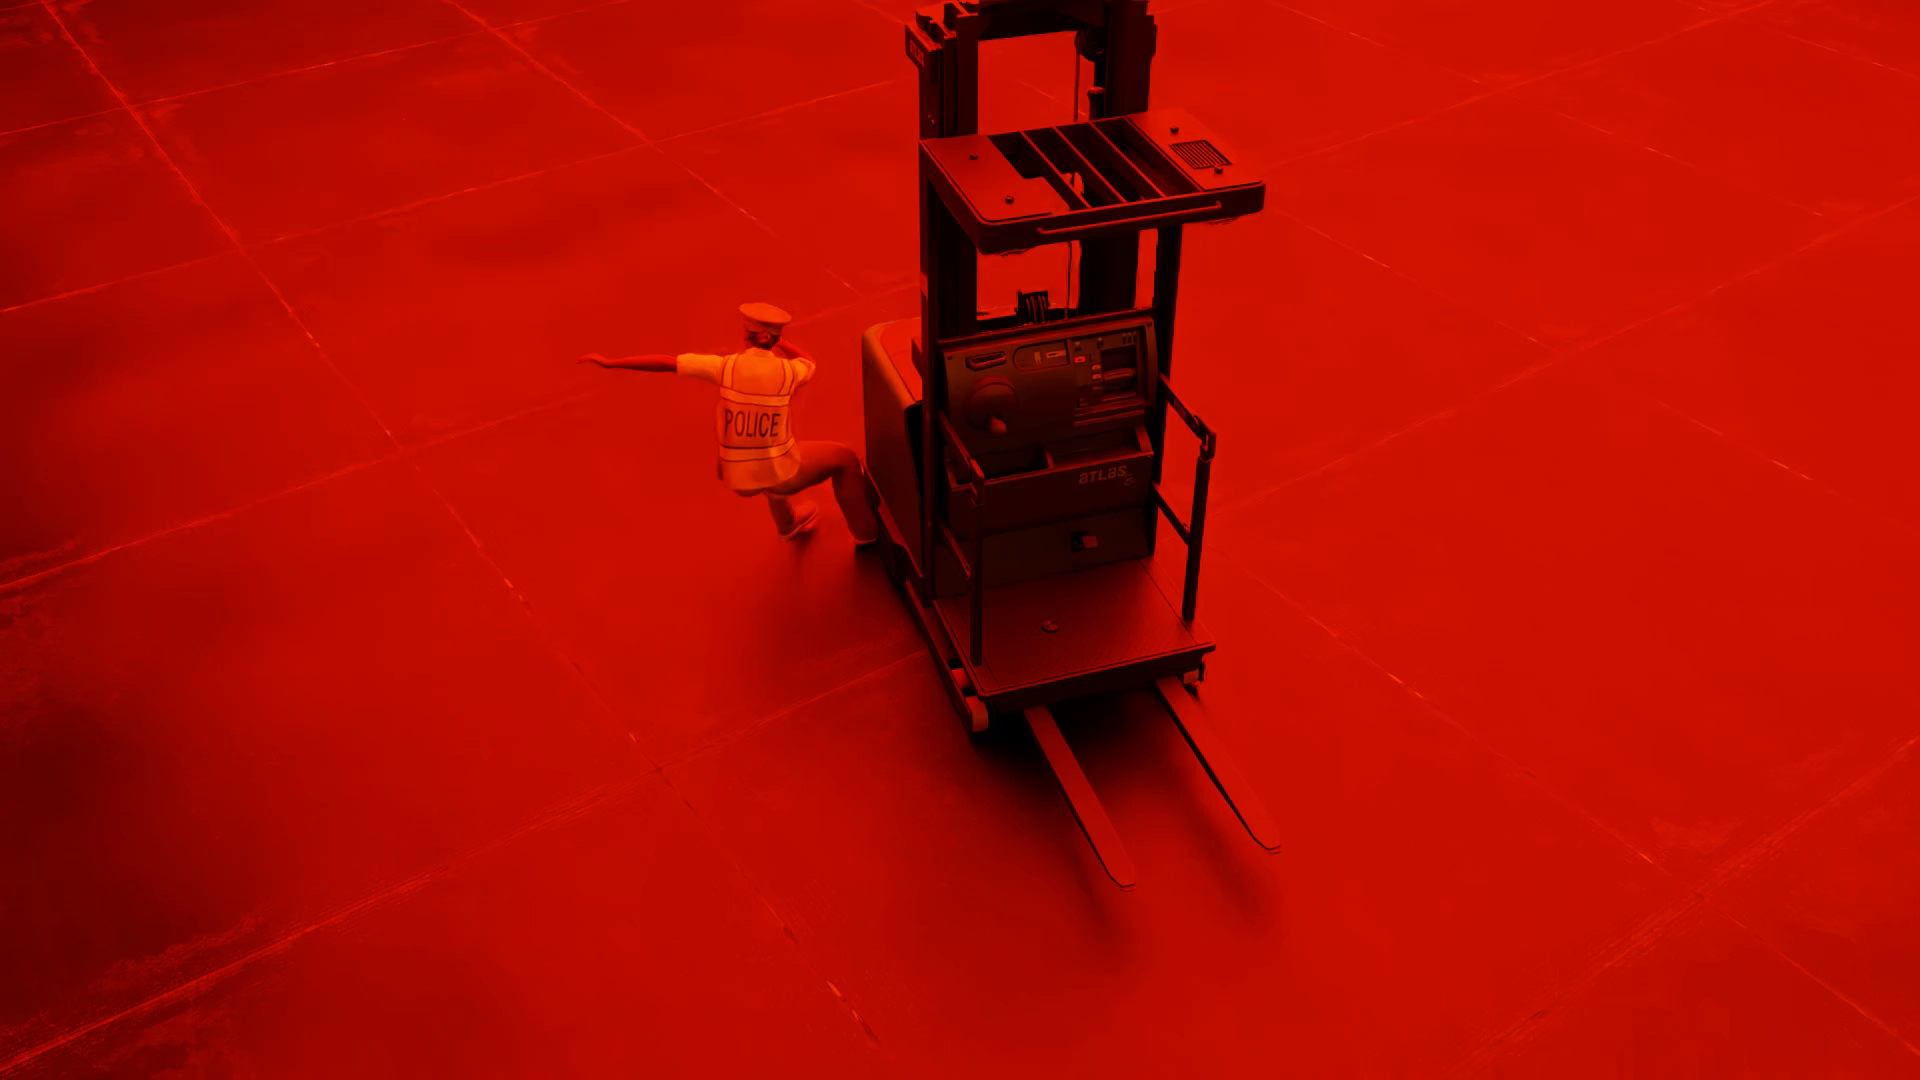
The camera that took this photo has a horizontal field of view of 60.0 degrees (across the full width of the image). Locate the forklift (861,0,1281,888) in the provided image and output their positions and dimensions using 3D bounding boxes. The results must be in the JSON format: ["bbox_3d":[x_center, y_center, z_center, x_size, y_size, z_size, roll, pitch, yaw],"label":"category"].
[{"bbox_3d":[0.453,-0.607,6.766,1.130,2.935,3.031,-11,38,-15],"label":"forklift"}]

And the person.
[{"bbox_3d":[-1.037,-0.493,7.967,1.410,1.363,0.709,2,37,2],"label":"person"}]
